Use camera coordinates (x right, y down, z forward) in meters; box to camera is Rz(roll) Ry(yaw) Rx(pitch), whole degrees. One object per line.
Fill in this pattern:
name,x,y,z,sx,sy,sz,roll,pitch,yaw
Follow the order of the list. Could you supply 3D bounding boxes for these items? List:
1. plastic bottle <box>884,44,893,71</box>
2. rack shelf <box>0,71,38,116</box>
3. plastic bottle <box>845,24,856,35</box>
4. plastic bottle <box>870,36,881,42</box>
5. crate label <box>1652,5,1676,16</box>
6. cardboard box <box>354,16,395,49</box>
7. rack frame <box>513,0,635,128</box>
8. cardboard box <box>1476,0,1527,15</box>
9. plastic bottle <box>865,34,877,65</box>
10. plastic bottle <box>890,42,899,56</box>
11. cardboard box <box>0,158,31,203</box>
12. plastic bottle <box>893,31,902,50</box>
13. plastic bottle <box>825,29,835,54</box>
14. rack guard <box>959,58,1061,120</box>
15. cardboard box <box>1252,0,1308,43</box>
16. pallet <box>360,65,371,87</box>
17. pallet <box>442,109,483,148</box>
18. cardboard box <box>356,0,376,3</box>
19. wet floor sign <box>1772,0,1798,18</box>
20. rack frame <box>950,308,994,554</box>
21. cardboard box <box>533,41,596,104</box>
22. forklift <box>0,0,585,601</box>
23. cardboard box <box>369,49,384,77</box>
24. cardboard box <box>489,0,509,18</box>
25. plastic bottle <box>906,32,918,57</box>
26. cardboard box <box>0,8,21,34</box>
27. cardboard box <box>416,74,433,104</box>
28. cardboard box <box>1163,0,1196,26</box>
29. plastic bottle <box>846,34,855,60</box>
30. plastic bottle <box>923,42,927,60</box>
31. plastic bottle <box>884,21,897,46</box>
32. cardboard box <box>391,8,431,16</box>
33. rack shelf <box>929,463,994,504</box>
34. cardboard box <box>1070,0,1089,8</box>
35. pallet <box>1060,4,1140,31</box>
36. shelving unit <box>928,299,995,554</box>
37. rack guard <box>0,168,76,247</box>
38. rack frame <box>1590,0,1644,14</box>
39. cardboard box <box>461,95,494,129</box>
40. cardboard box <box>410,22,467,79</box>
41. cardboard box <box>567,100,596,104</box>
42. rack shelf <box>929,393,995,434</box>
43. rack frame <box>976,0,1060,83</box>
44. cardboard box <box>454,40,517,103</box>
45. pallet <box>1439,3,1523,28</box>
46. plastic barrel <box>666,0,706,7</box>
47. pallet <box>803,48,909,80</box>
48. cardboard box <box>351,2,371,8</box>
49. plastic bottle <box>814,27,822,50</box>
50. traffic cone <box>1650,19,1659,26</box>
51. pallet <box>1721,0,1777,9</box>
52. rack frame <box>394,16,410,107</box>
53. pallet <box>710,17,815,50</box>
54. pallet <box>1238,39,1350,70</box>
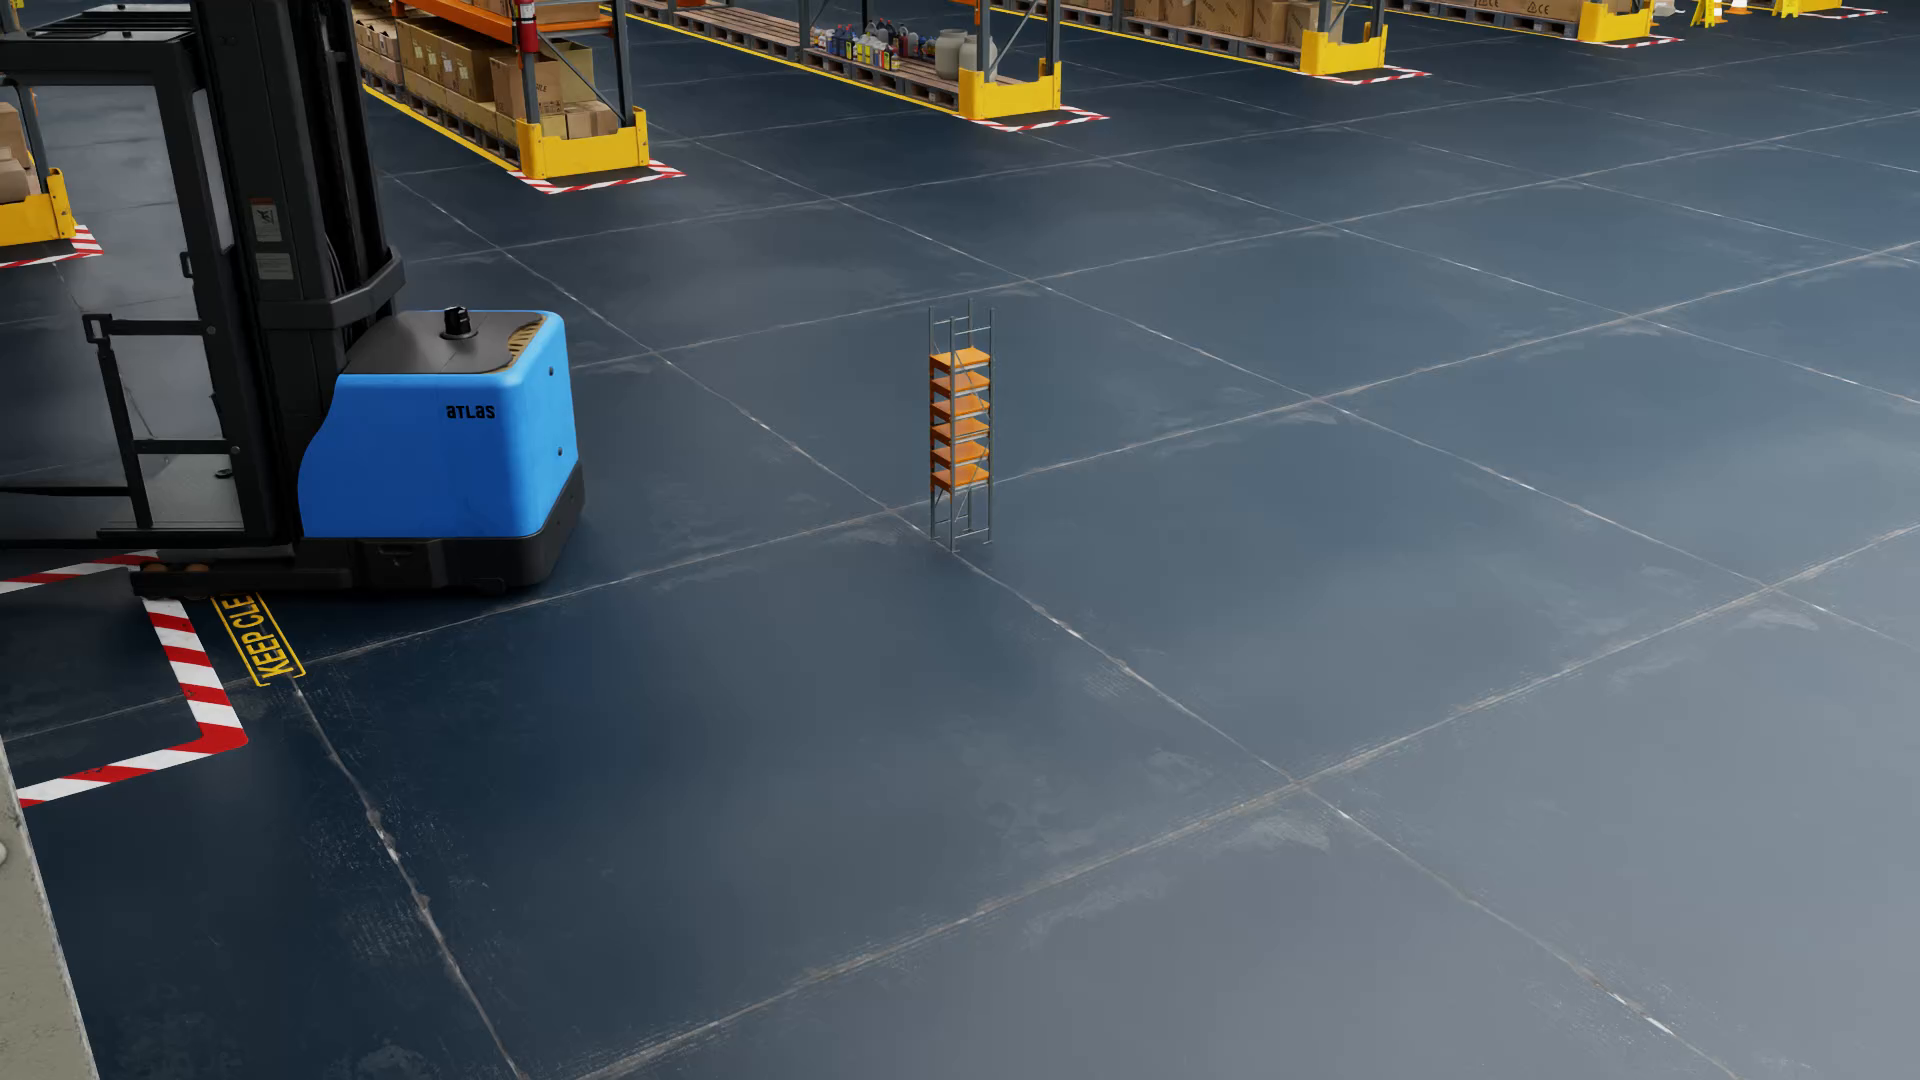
plastic bottle,-0.824,-5.576,19.215,0.061,0.283,0.133,-15,29,-28
rack shelf,-8.767,-4.094,14.252,1.077,0.370,4.000,-16,29,-30
plastic bottle,-1.345,-6.093,20.231,0.144,0.351,0.185,-16,29,-30
plastic bottle,-1.020,-5.850,19.803,0.152,0.276,0.135,-16,29,-30
crate label,10.537,-7.922,24.871,0.298,0.136,0.250,12,28,24
cardboard box,-6.731,-5.933,19.376,0.500,0.311,0.500,-16,29,-30
rack frame,-3.527,-4.860,15.032,1.000,3.000,0.127,-16,29,-30
cardboard box,8.078,-8.058,23.802,0.875,0.875,0.875,-16,30,-30
plastic bottle,-1.029,-5.773,19.554,0.144,0.351,0.185,-14,29,-27
plastic bottle,-0.770,-5.660,19.392,0.061,0.283,0.133,-16,29,-30
cardboard box,-7.978,-2.956,13.632,0.500,0.311,0.500,-19,32,-35
plastic bottle,-0.756,-6.034,20.185,0.061,0.283,0.133,-16,29,-30
plastic bottle,-1.552,-6.086,20.303,0.152,0.276,0.135,-14,29,-28
rack guard,0.544,-4.899,18.042,1.175,0.500,0.348,-16,29,-30
cardboard box,4.093,-6.660,21.280,0.500,0.500,0.500,-8,26,-16
pallet,-6.815,-5.721,20.122,1.003,0.211,1.213,-16,29,-30
pallet,-4.641,-4.299,17.109,1.003,0.211,1.213,-16,29,-30
cardboard box,-7.402,-6.792,21.195,0.500,0.311,0.500,-15,29,-28
wet floor sign,12.285,-8.095,24.642,0.267,0.644,0.232,-6,26,-12
rack frame,0.058,-0.505,7.914,0.240,1.200,0.006,-16,29,-30
cardboard box,-3.908,-4.568,16.263,0.500,0.500,0.500,-16,29,-30
forklift,-3.428,-1.273,7.512,3.031,2.935,1.130,0,25,0
cardboard box,-6.454,-5.499,19.115,0.500,0.250,0.500,-16,30,-30
cardboard box,-4.062,-5.262,15.766,0.700,0.500,0.500,-15,29,-28
plastic bottle,-0.599,-6.005,20.131,0.152,0.276,0.135,-15,29,-29
cardboard box,-7.684,-4.226,12.961,0.500,0.500,0.500,-15,29,-30
cardboard box,-5.443,-4.821,17.677,0.500,0.250,0.500,-16,29,-30
cardboard box,3.095,-7.302,22.641,0.500,0.500,0.500,-6,26,-13
plastic bottle,-1.307,-5.893,19.885,0.061,0.283,0.133,-14,29,-27
plastic bottle,-0.399,-5.862,19.916,0.097,0.201,0.097,0,25,0
plastic bottle,-0.860,-6.213,20.485,0.144,0.351,0.185,-17,30,-32
cardboard box,-6.568,-6.246,20.040,0.500,0.311,0.500,-15,29,-28
rack shelf,0.008,-0.280,8.104,0.258,0.103,0.180,-16,29,-30
cardboard box,2.030,-8.066,24.236,0.700,0.500,0.500,-16,29,-30
pallet,2.165,-7.615,24.134,1.003,0.211,1.213,-16,29,-30
shelving unit,0.008,-0.537,7.983,0.258,1.200,0.189,-16,29,-30
rack guard,-7.717,-2.601,13.174,1.175,0.500,0.348,-16,29,-30
rack frame,8.986,-8.287,22.291,1.000,3.000,0.127,-16,29,-30
cardboard box,-4.625,-4.284,16.540,0.500,0.250,0.500,-16,29,-30
cardboard box,-5.440,-5.161,17.519,0.500,0.500,0.500,-16,29,-30
cardboard box,-3.909,-4.228,16.422,0.500,0.250,0.500,-16,29,-30
rack shelf,0.008,-0.606,7.951,0.258,0.103,0.180,-16,29,-30
rack frame,0.625,-6.013,17.474,1.000,3.000,0.127,-16,29,-30
cardboard box,-4.627,-4.622,16.379,0.500,0.500,0.500,-16,29,-30
pallet,7.822,-7.730,24.377,1.003,0.211,1.213,-16,29,-30
plastic barrel,-4.023,-8.254,24.271,0.600,0.830,0.708,-16,29,-30
pallet,-1.227,-5.933,20.570,1.003,0.211,1.213,-16,29,-30
cardboard box,-7.560,-6.480,20.535,0.500,0.311,0.500,-16,30,-31
plastic bottle,-1.752,-6.193,20.535,0.097,0.271,0.097,0,25,0
traffic cone,9.886,-7.661,23.936,0.336,0.463,0.334,-16,29,-30
pallet,12.623,-8.542,26.097,1.003,0.211,1.213,-16,29,-30
rack frame,-5.710,-6.291,18.062,1.000,3.000,0.127,-16,29,-30
pallet,-2.690,-6.891,22.601,1.003,0.211,1.213,-16,29,-30
pallet,4.320,-6.232,21.205,1.003,0.211,1.213,-16,29,-30
